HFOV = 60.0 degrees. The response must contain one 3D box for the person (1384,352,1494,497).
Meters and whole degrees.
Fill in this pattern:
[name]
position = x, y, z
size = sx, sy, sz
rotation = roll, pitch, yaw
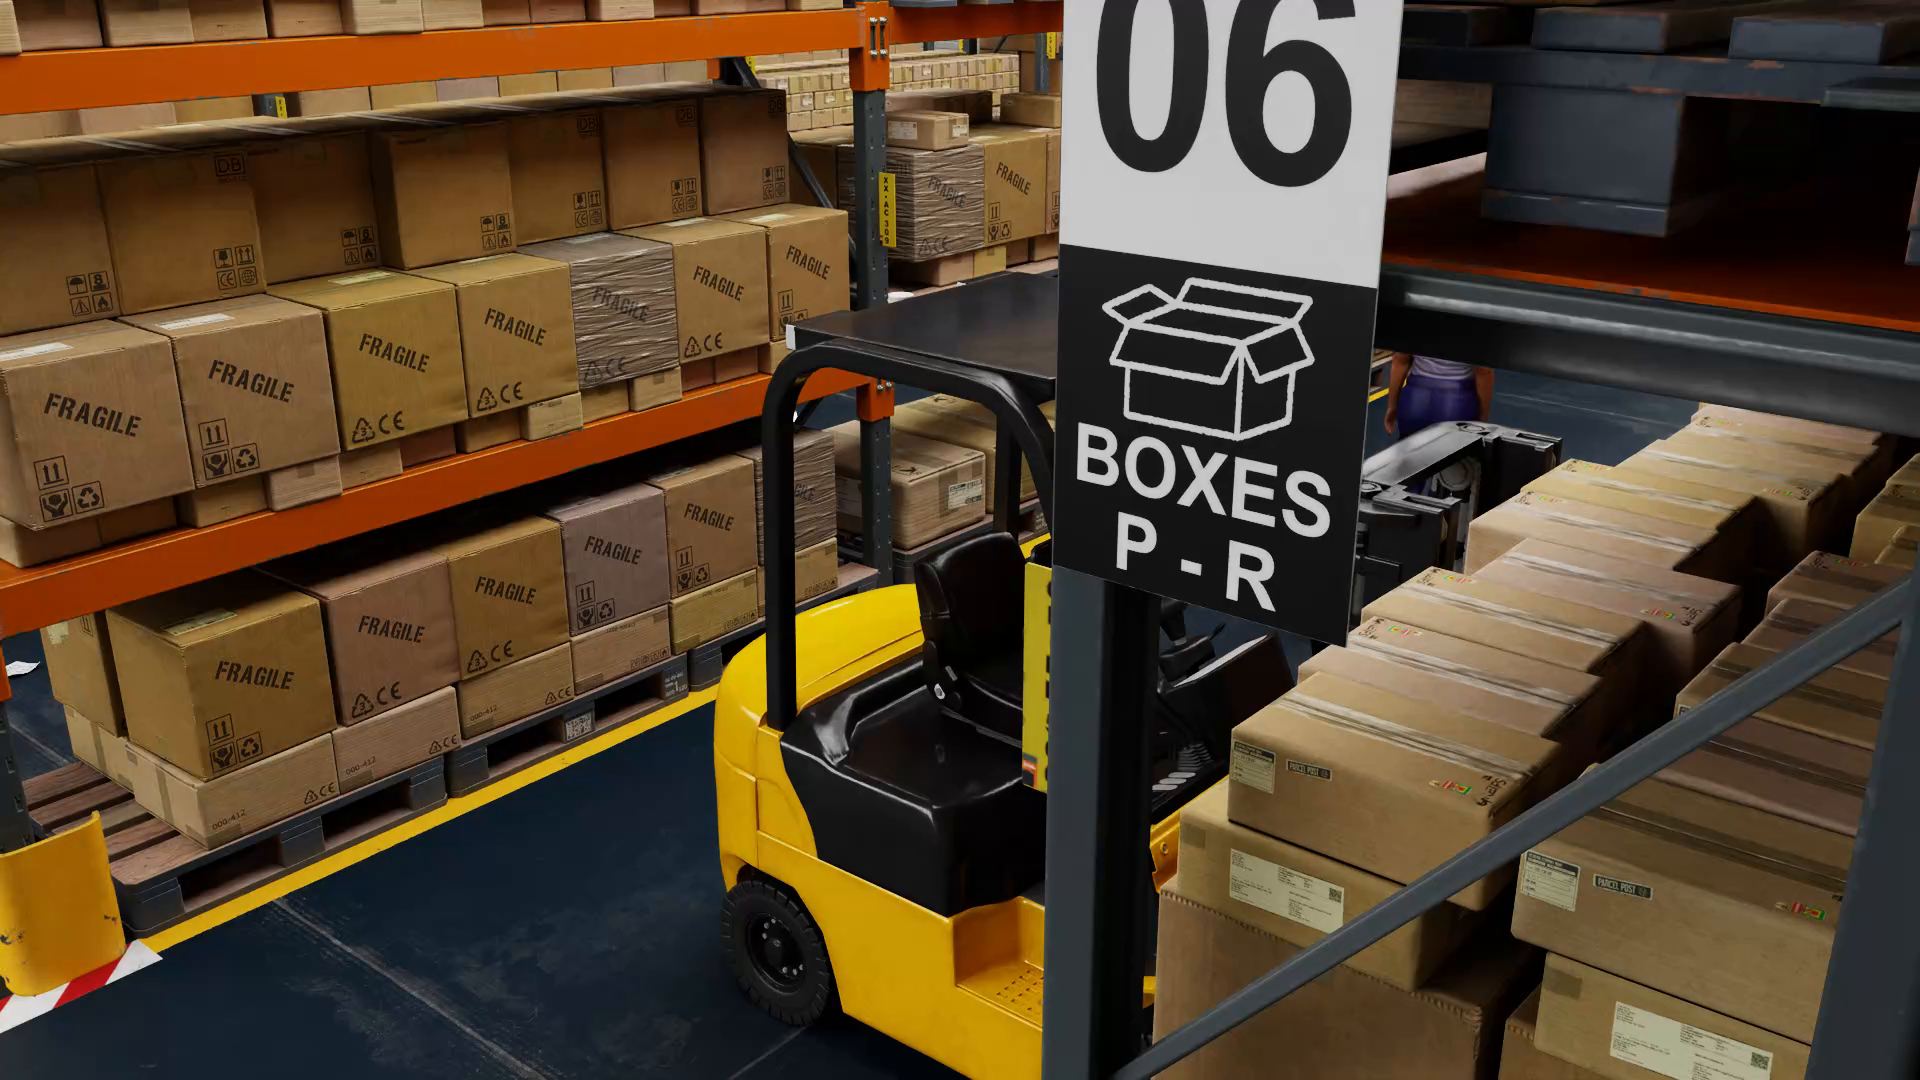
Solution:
[person]
position = 2.425, -0.639, 8.365
size = 0.508, 1.674, 0.444
rotation = 14, 25, 33
